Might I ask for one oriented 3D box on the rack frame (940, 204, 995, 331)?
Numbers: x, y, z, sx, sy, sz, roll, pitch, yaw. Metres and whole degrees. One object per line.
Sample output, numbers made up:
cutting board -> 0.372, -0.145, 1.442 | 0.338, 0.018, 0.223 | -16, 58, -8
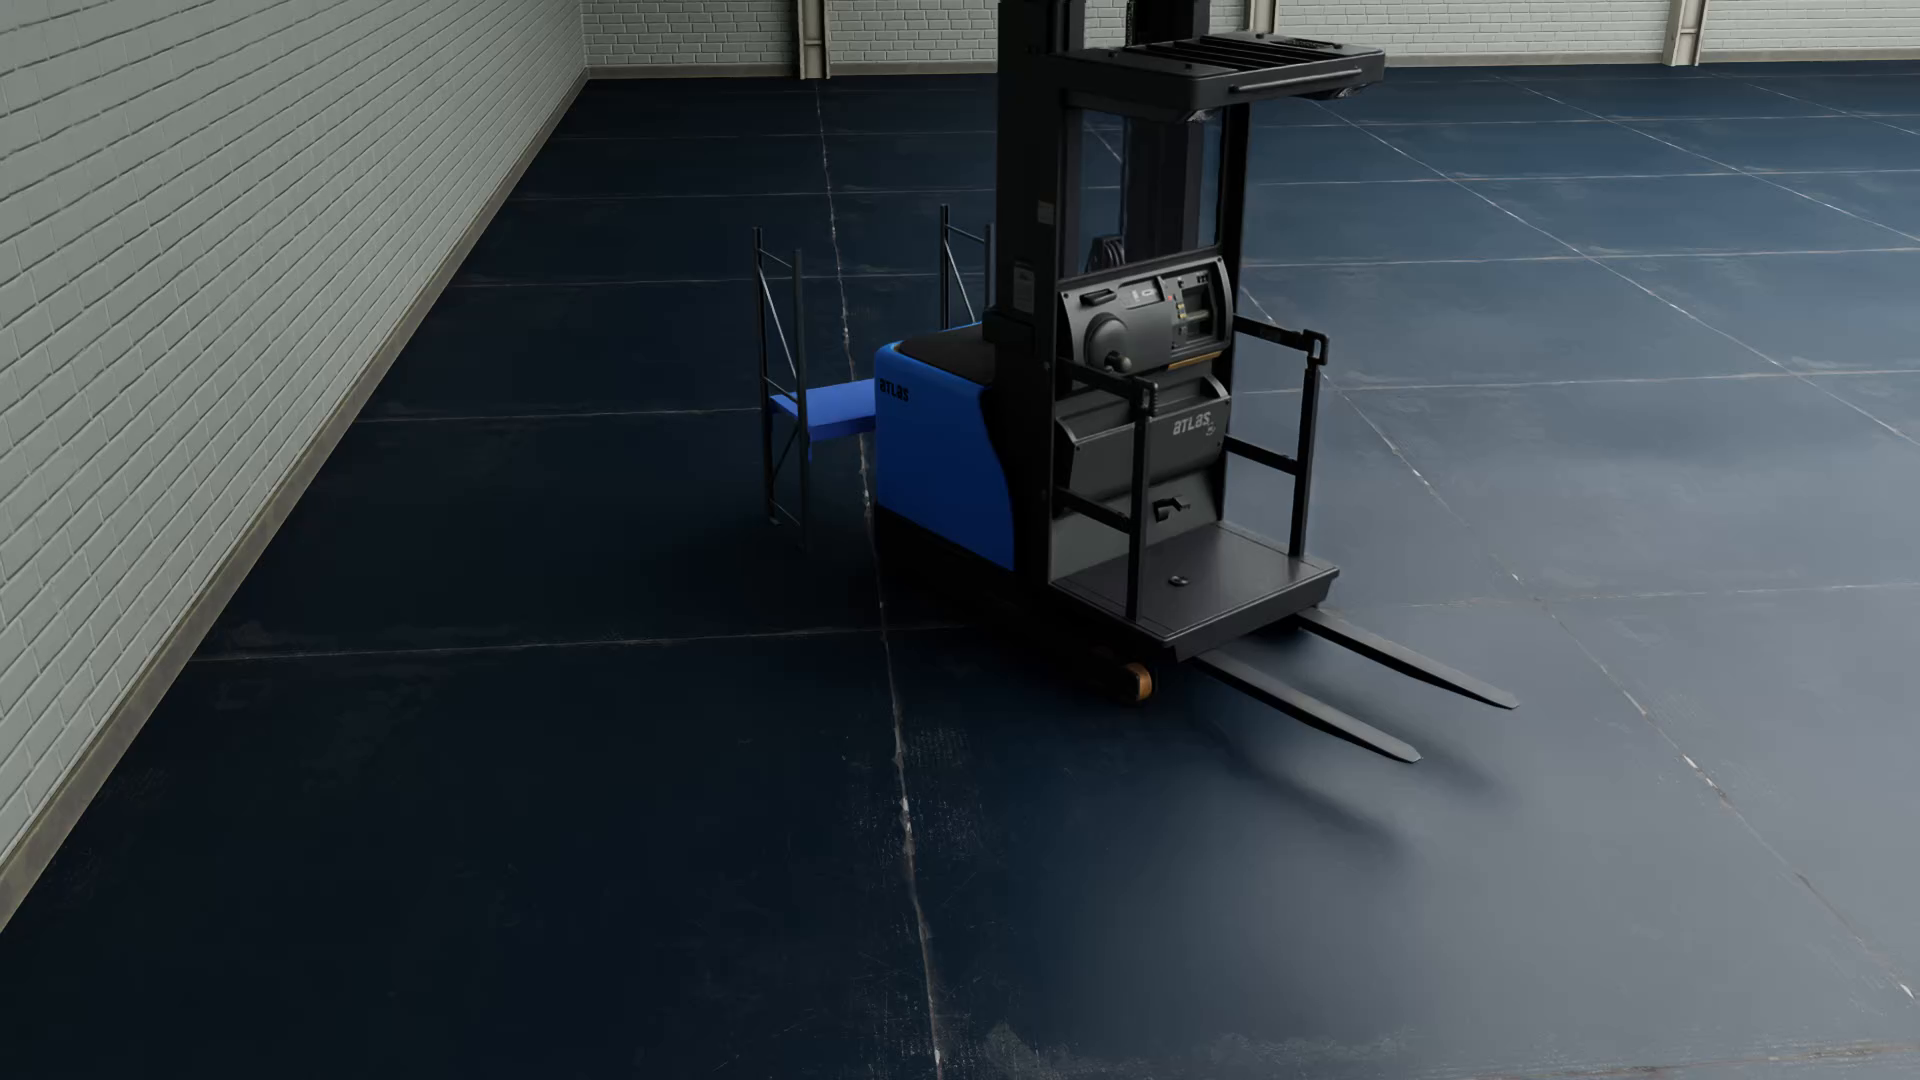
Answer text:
rack frame -> 0.033, -0.912, 8.455 | 0.032, 1.500, 0.500 | -13, 27, -26

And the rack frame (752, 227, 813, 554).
rack frame -> -0.854, -0.710, 8.001 | 0.032, 1.500, 0.500 | -13, 27, -26

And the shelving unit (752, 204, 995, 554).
shelving unit -> -0.410, -0.811, 8.228 | 1.048, 1.500, 0.538 | -13, 27, -26

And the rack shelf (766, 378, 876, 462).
rack shelf -> -0.410, -0.647, 8.301 | 1.000, 0.185, 0.538 | -13, 27, -26

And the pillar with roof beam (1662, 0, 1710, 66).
pillar with roof beam -> 10.440, -8.996, 17.411 | 0.400, 9.000, 9.100 | -2, 24, -5

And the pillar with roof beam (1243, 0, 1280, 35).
pillar with roof beam -> 4.469, -8.757, 16.872 | 0.400, 9.000, 9.100 | -2, 24, -5

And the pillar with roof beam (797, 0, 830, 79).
pillar with roof beam -> -1.502, -8.517, 16.333 | 0.400, 9.000, 9.100 | -2, 24, -5

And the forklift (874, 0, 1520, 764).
forklift -> 0.910, -0.904, 6.676 | 1.130, 2.935, 3.031 | -18, 30, -35
